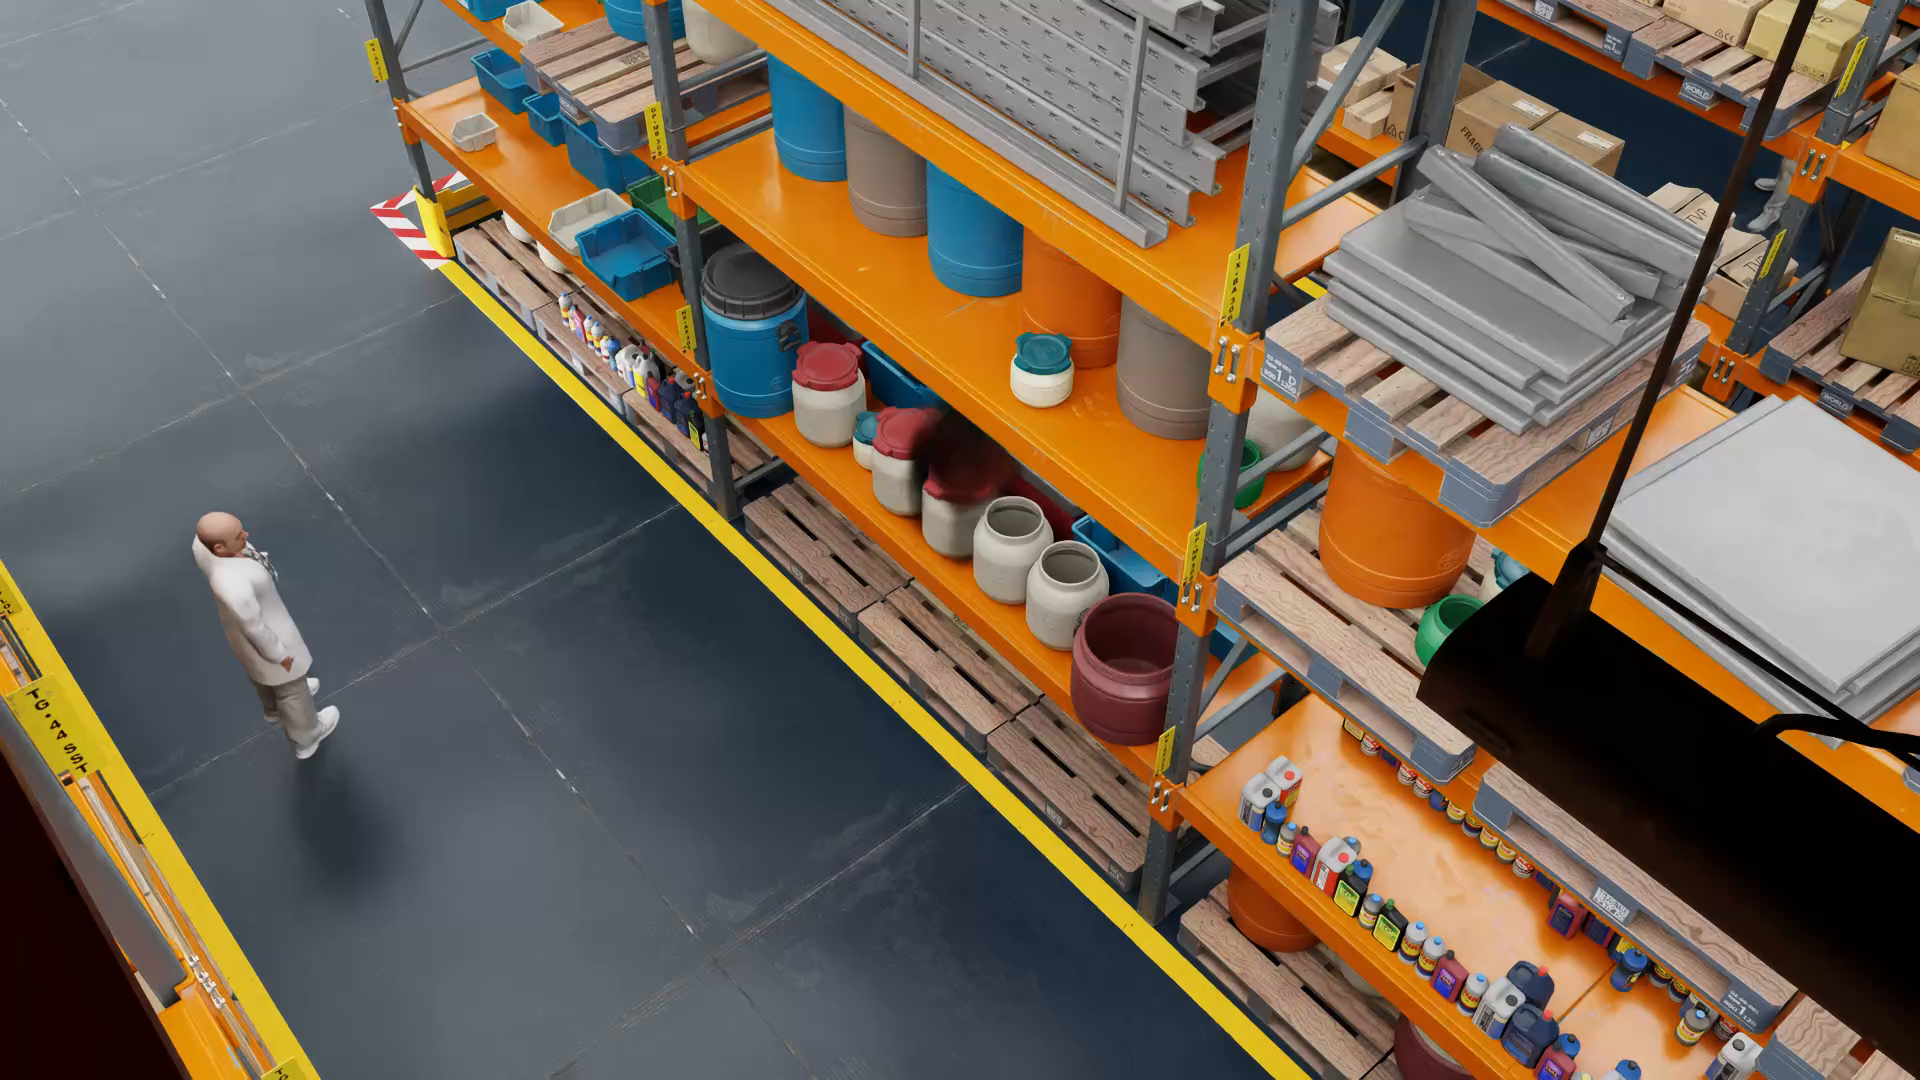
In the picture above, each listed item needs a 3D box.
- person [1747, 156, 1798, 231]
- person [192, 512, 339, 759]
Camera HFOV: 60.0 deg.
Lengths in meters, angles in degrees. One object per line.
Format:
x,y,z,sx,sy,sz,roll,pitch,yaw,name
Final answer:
6.581,-3.283,12.969,0.520,1.698,0.637,-1,47,-1,person
-3.722,0.452,8.922,0.589,1.790,0.436,30,53,25,person
